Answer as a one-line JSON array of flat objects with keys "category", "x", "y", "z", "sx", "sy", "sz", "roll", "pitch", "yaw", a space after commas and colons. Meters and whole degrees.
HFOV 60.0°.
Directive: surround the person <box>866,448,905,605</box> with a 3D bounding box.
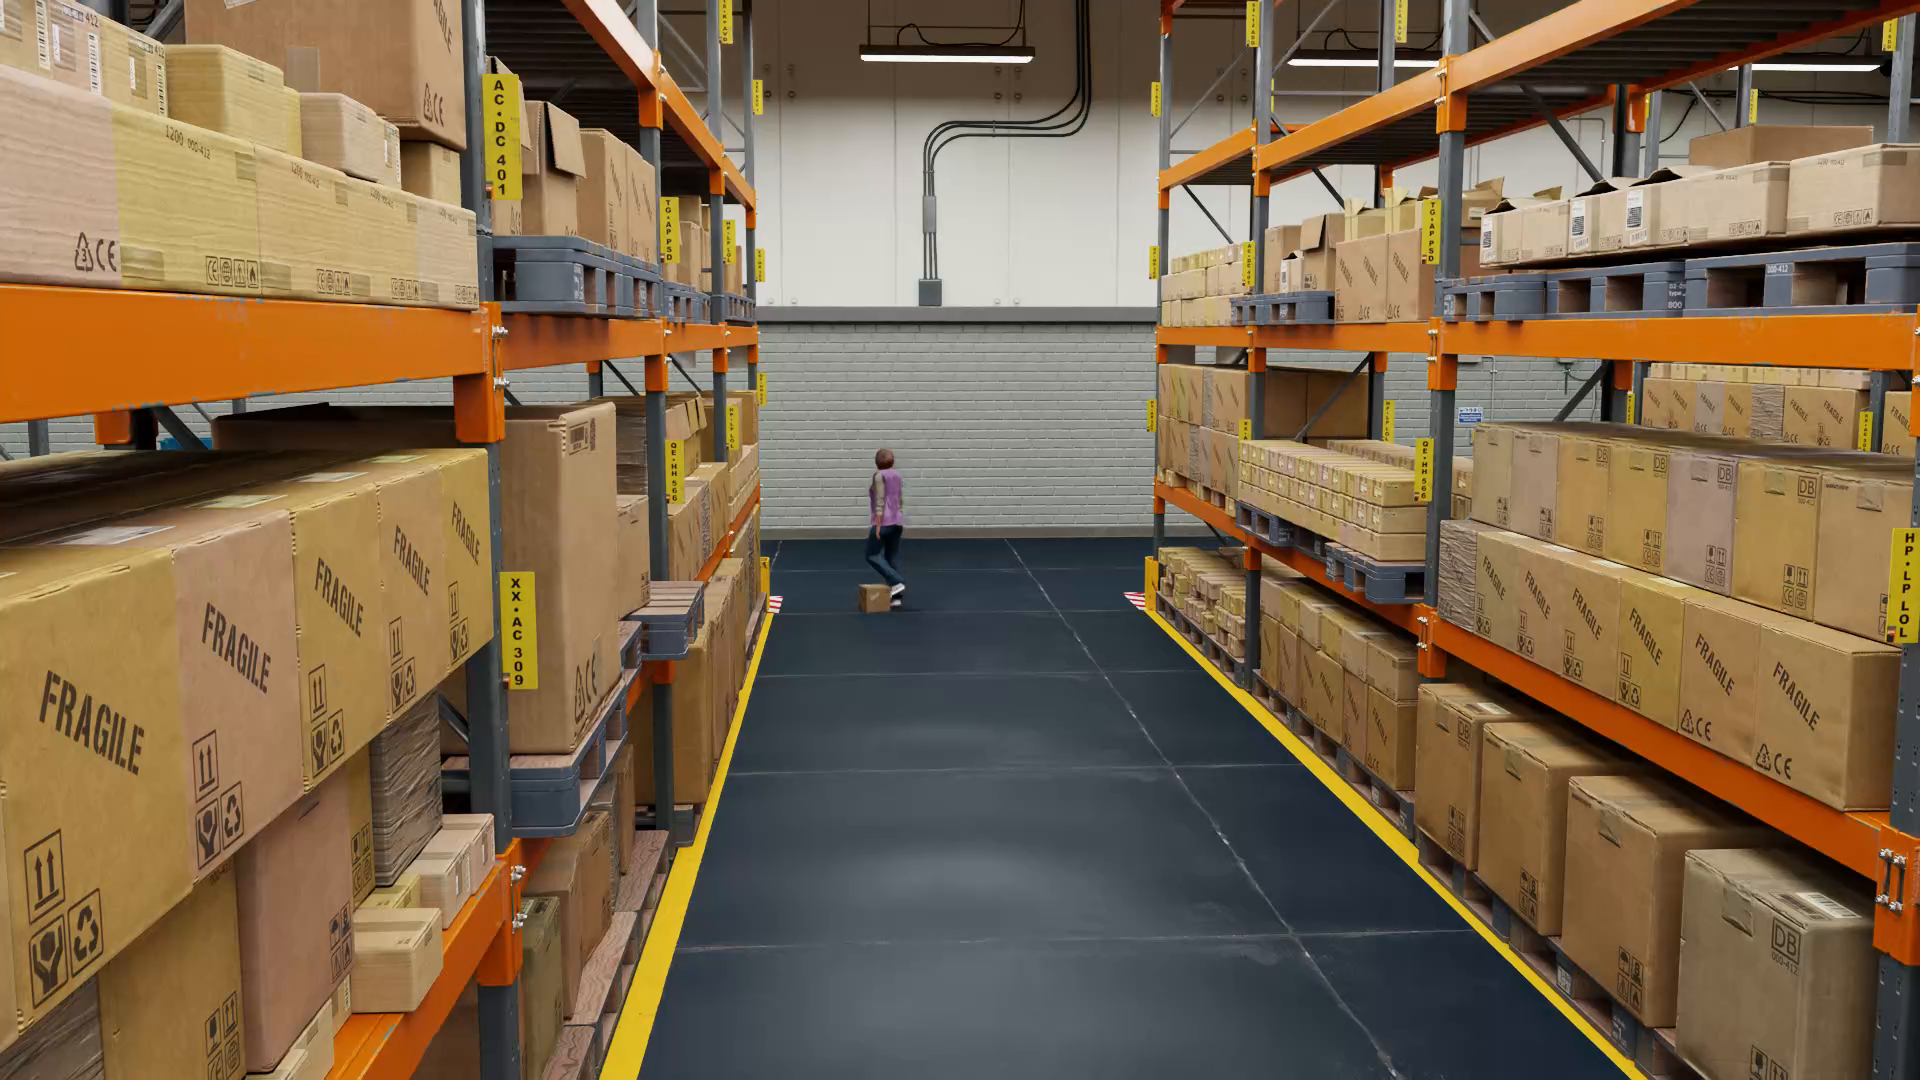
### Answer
[{"category": "person", "x": -0.695, "y": -0.129, "z": 16.774, "sx": 0.463, "sy": 1.589, "sz": 0.468, "roll": 5, "pitch": 9, "yaw": 37}]
